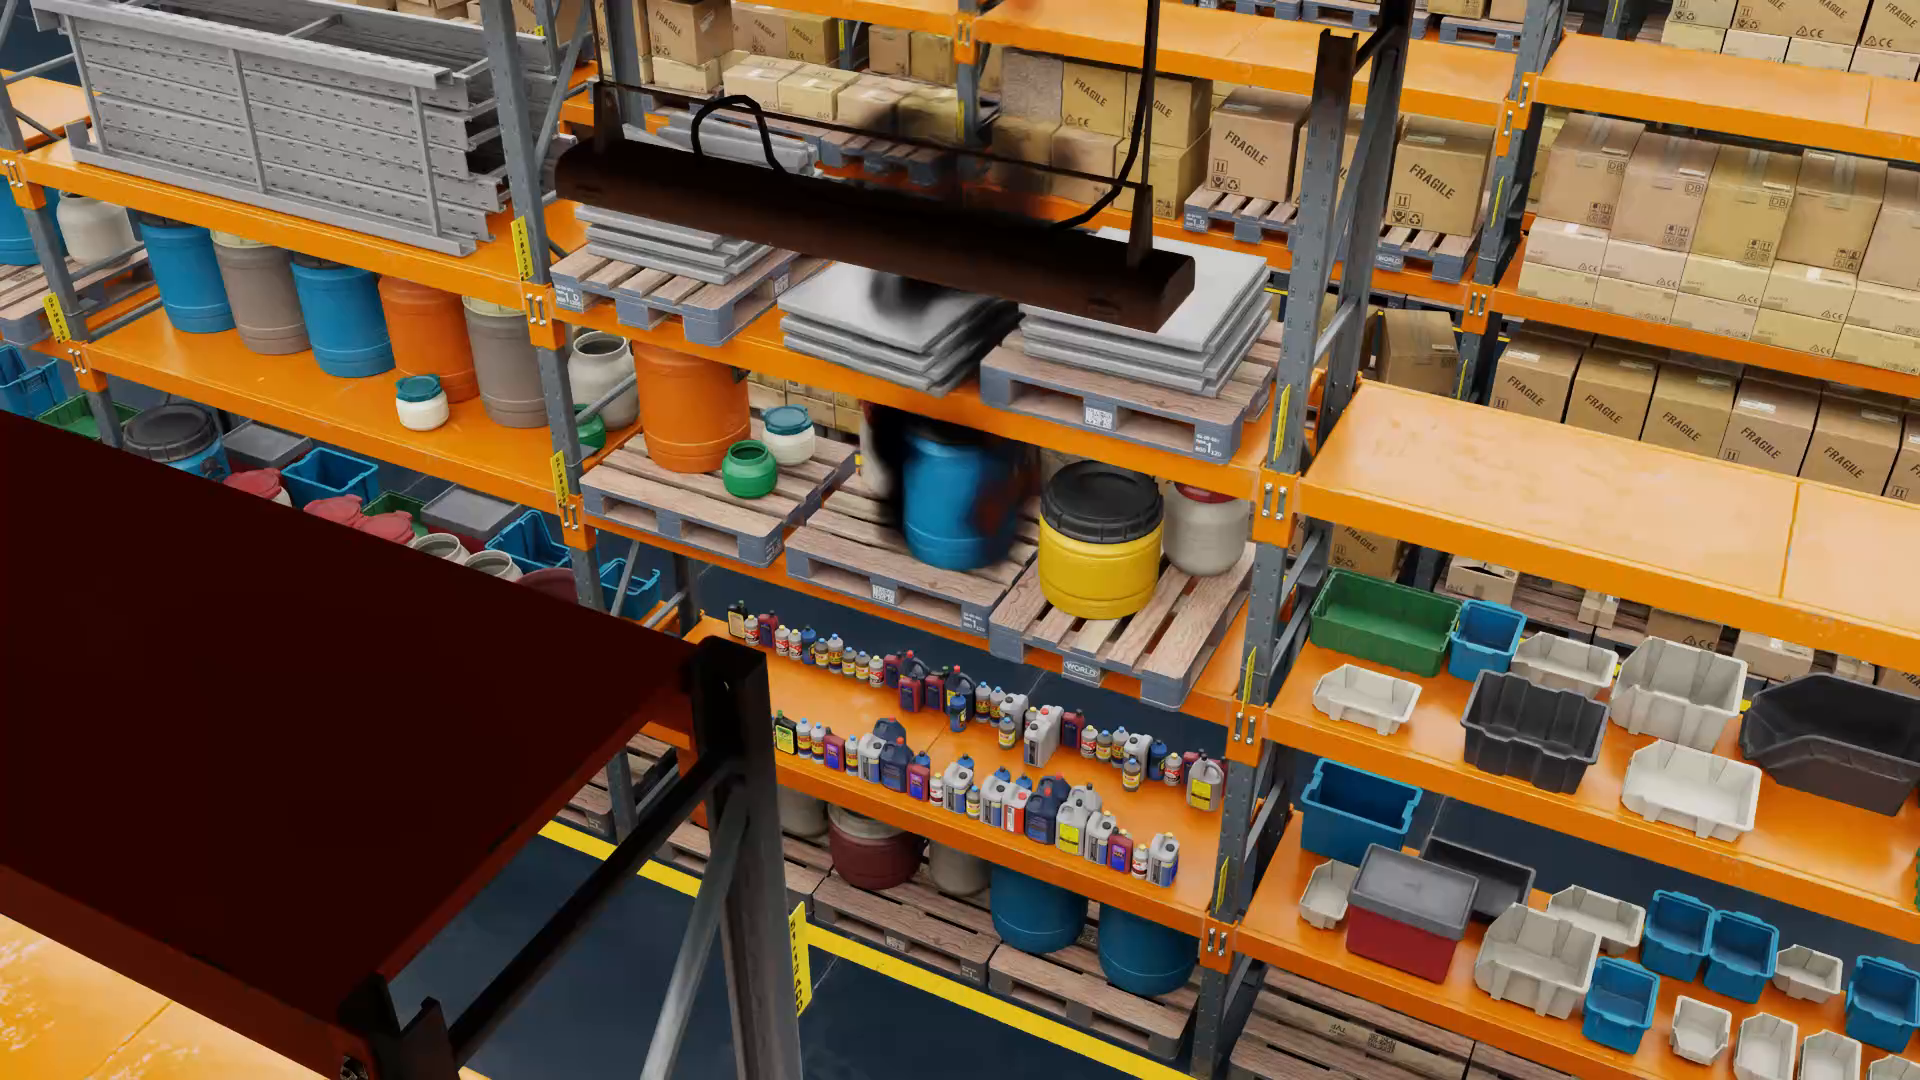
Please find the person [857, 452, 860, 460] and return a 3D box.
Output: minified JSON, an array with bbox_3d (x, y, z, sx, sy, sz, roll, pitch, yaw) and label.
[{"bbox_3d":[-0.529,-0.377,12.875,0.825,1.772,0.637,8,36,11],"label":"person"}]
